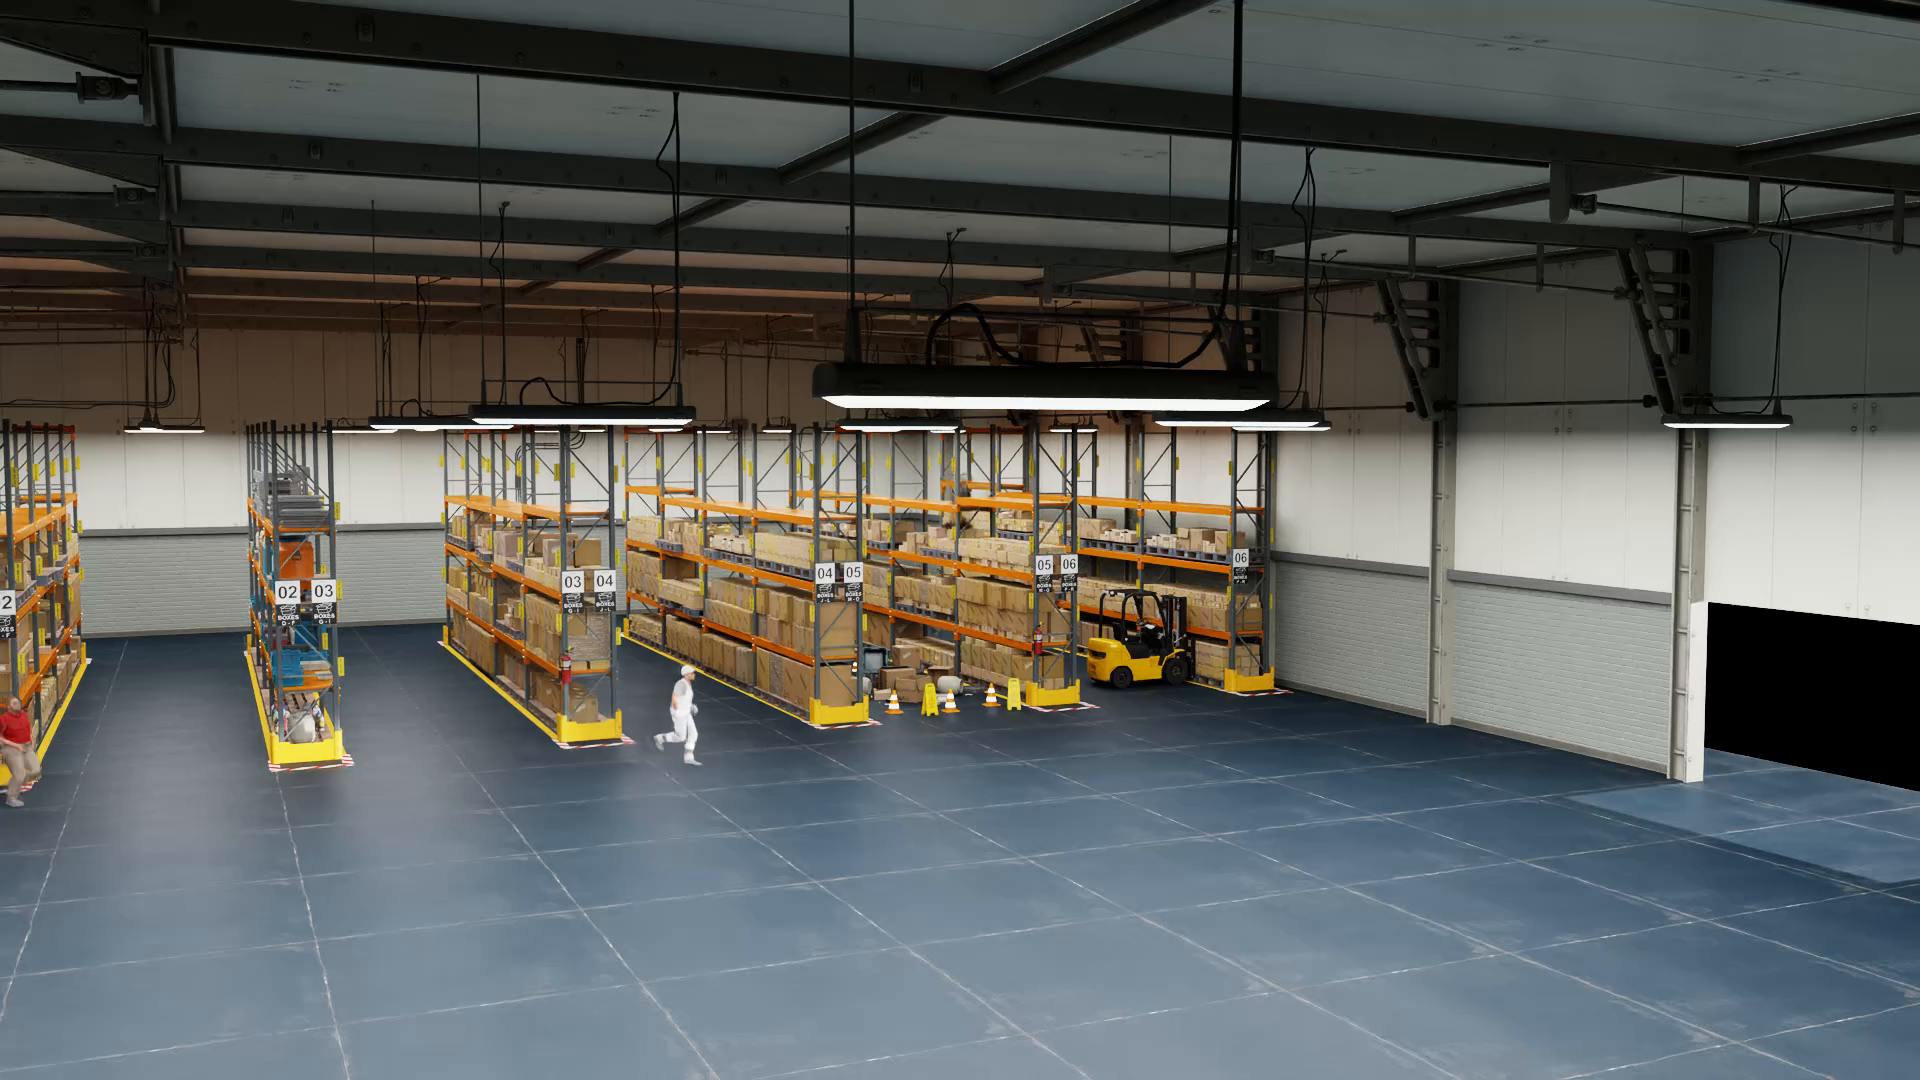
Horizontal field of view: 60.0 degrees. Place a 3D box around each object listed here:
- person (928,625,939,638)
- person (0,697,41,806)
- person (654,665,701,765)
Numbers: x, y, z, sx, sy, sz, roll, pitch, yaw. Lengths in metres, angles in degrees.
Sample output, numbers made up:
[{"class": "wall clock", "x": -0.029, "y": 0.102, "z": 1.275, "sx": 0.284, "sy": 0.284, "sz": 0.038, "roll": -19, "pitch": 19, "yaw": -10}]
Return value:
[{"class": "person", "x": -0.866, "y": 1.992, "z": 46.539, "sx": 0.758, "sy": 1.687, "sz": 0.575, "roll": 3, "pitch": 5, "yaw": 43}, {"class": "person", "x": -14.581, "y": 3.272, "z": 25.779, "sx": 0.509, "sy": 1.690, "sz": 0.671, "roll": 1, "pitch": 4, "yaw": 14}, {"class": "person", "x": -4.930, "y": 3.058, "z": 29.038, "sx": 0.846, "sy": 1.759, "sz": 0.668, "roll": 1, "pitch": 4, "yaw": 9}]
